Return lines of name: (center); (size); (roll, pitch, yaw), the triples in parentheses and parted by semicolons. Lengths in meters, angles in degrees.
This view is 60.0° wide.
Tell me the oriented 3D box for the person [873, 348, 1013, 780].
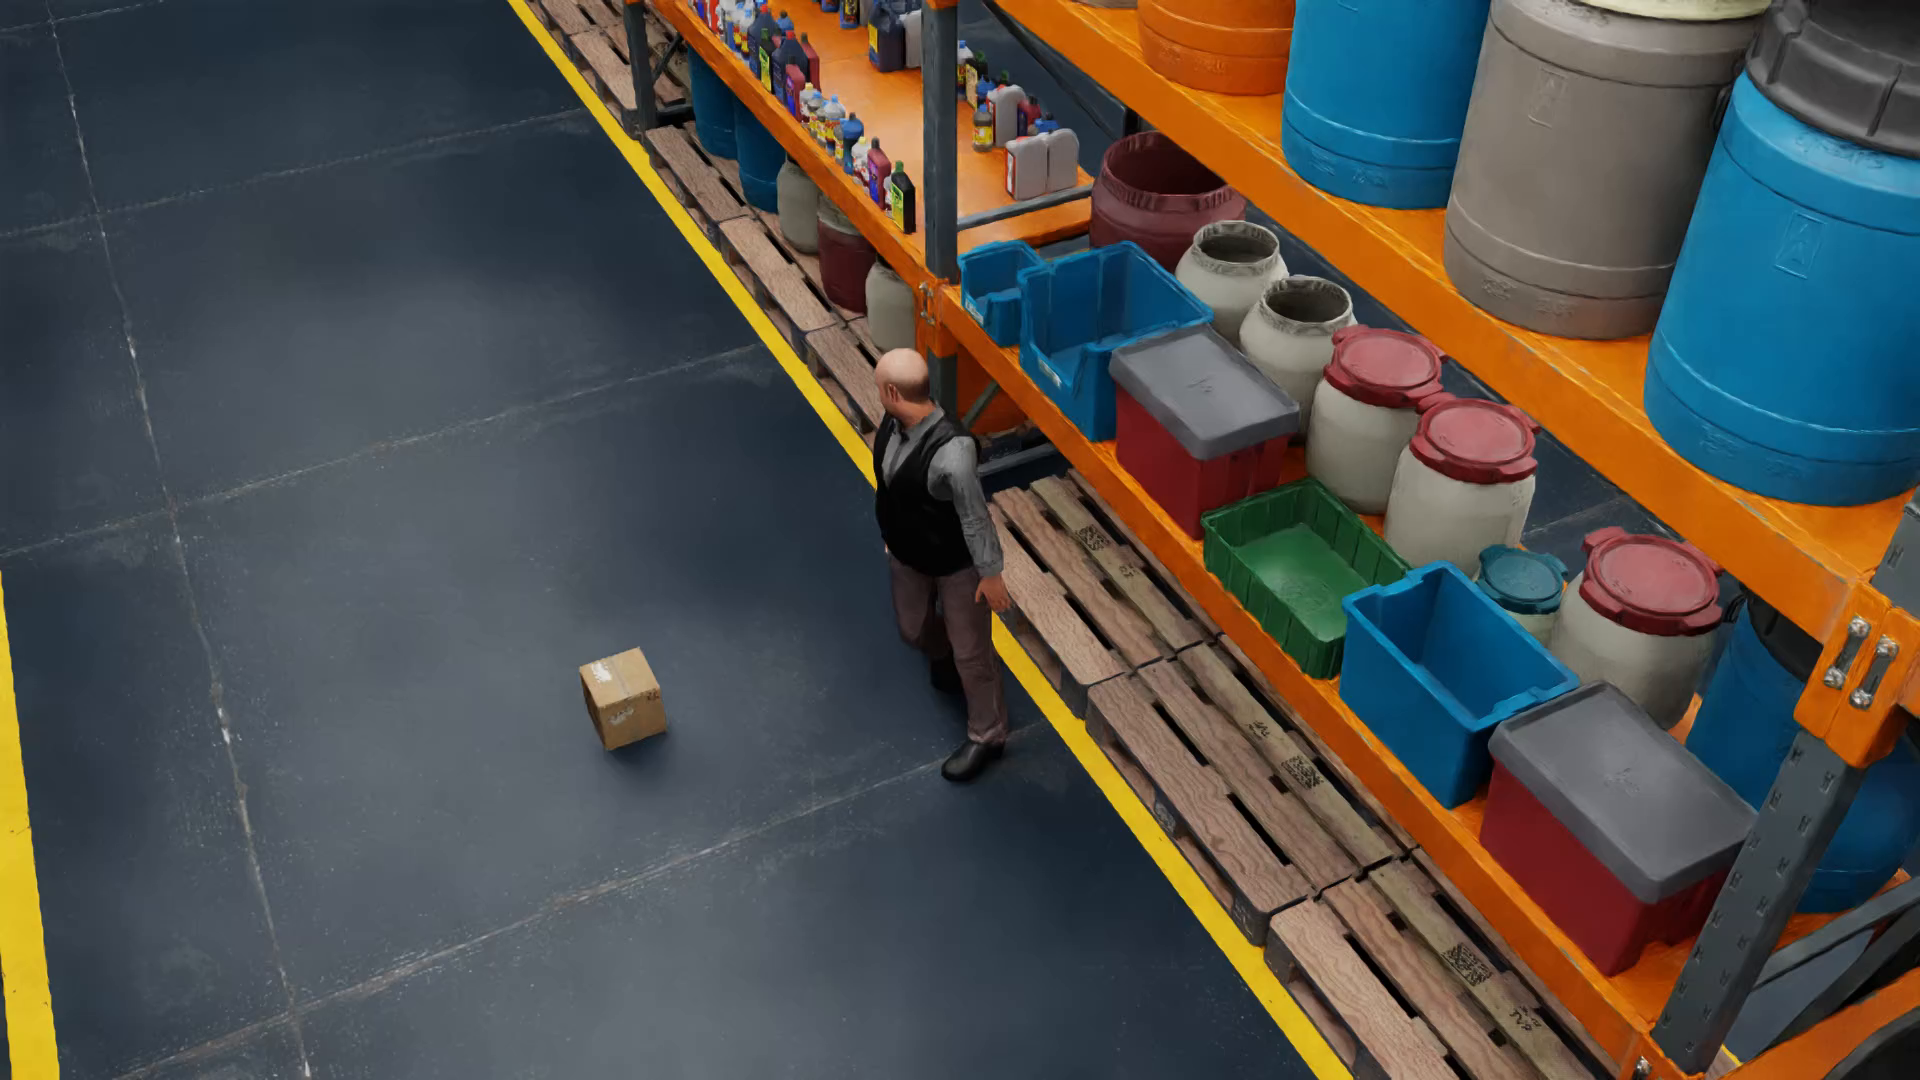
person: (-0.063, 0.061, 6.132); (0.662, 1.670, 0.569); (28, 48, 29)
